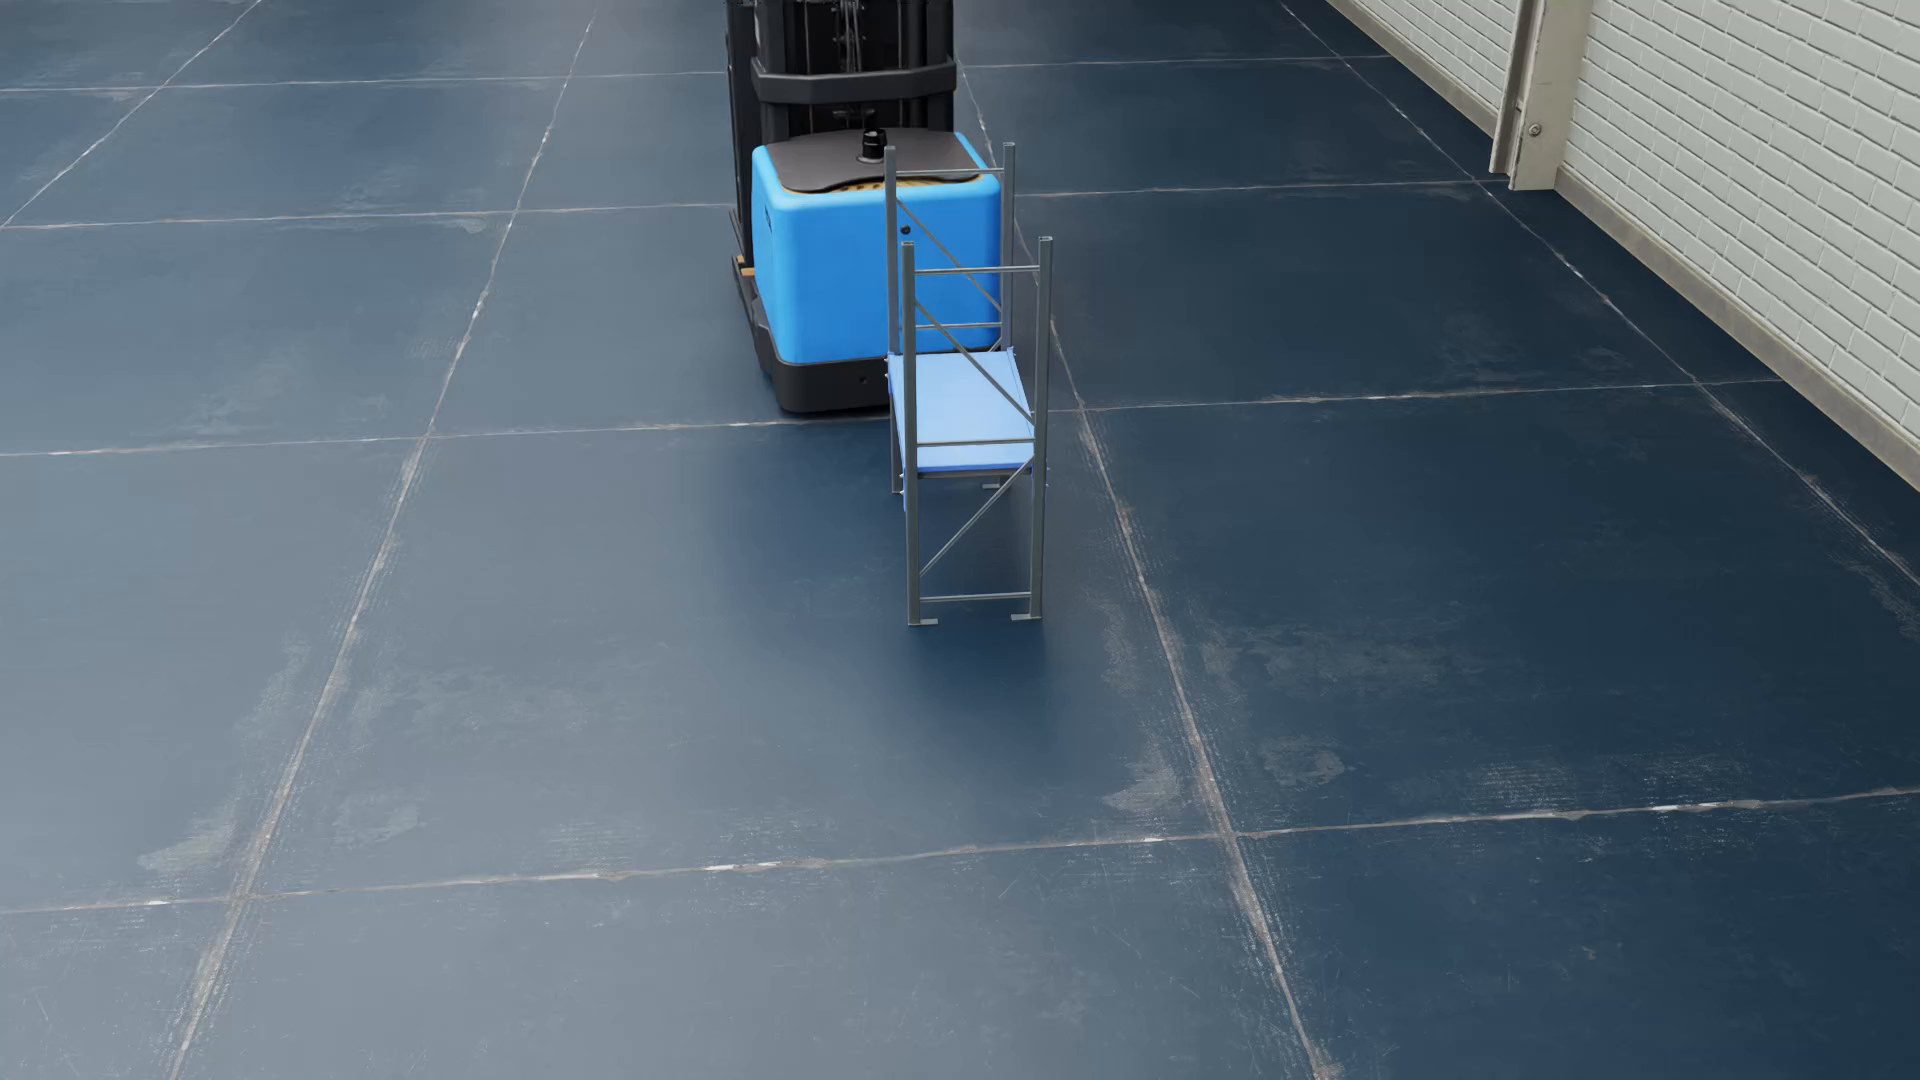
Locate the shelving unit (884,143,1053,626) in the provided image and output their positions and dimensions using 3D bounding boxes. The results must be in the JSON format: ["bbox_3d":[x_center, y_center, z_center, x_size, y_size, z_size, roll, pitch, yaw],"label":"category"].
[{"bbox_3d":[0.008,-0.600,6.292,0.538,1.500,1.048,-3,31,-5],"label":"shelving unit"}]

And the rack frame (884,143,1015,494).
[{"bbox_3d":[-0.040,-0.860,6.727,0.500,1.500,0.032,-3,31,-5],"label":"rack frame"}]

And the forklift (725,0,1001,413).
[{"bbox_3d":[-0.626,-2.582,8.214,1.130,2.935,3.031,-7,31,-11],"label":"forklift"}]

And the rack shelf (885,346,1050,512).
[{"bbox_3d":[0.008,-0.446,6.385,0.538,0.185,1.000,-3,31,-5],"label":"rack shelf"}]

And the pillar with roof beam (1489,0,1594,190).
[{"bbox_3d":[-0.696,-5.956,7.947,9.100,9.000,0.400,-3,31,-5],"label":"pillar with roof beam"}]

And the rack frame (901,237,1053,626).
[{"bbox_3d":[0.055,-0.341,5.858,0.500,1.500,0.032,-3,31,-5],"label":"rack frame"}]
